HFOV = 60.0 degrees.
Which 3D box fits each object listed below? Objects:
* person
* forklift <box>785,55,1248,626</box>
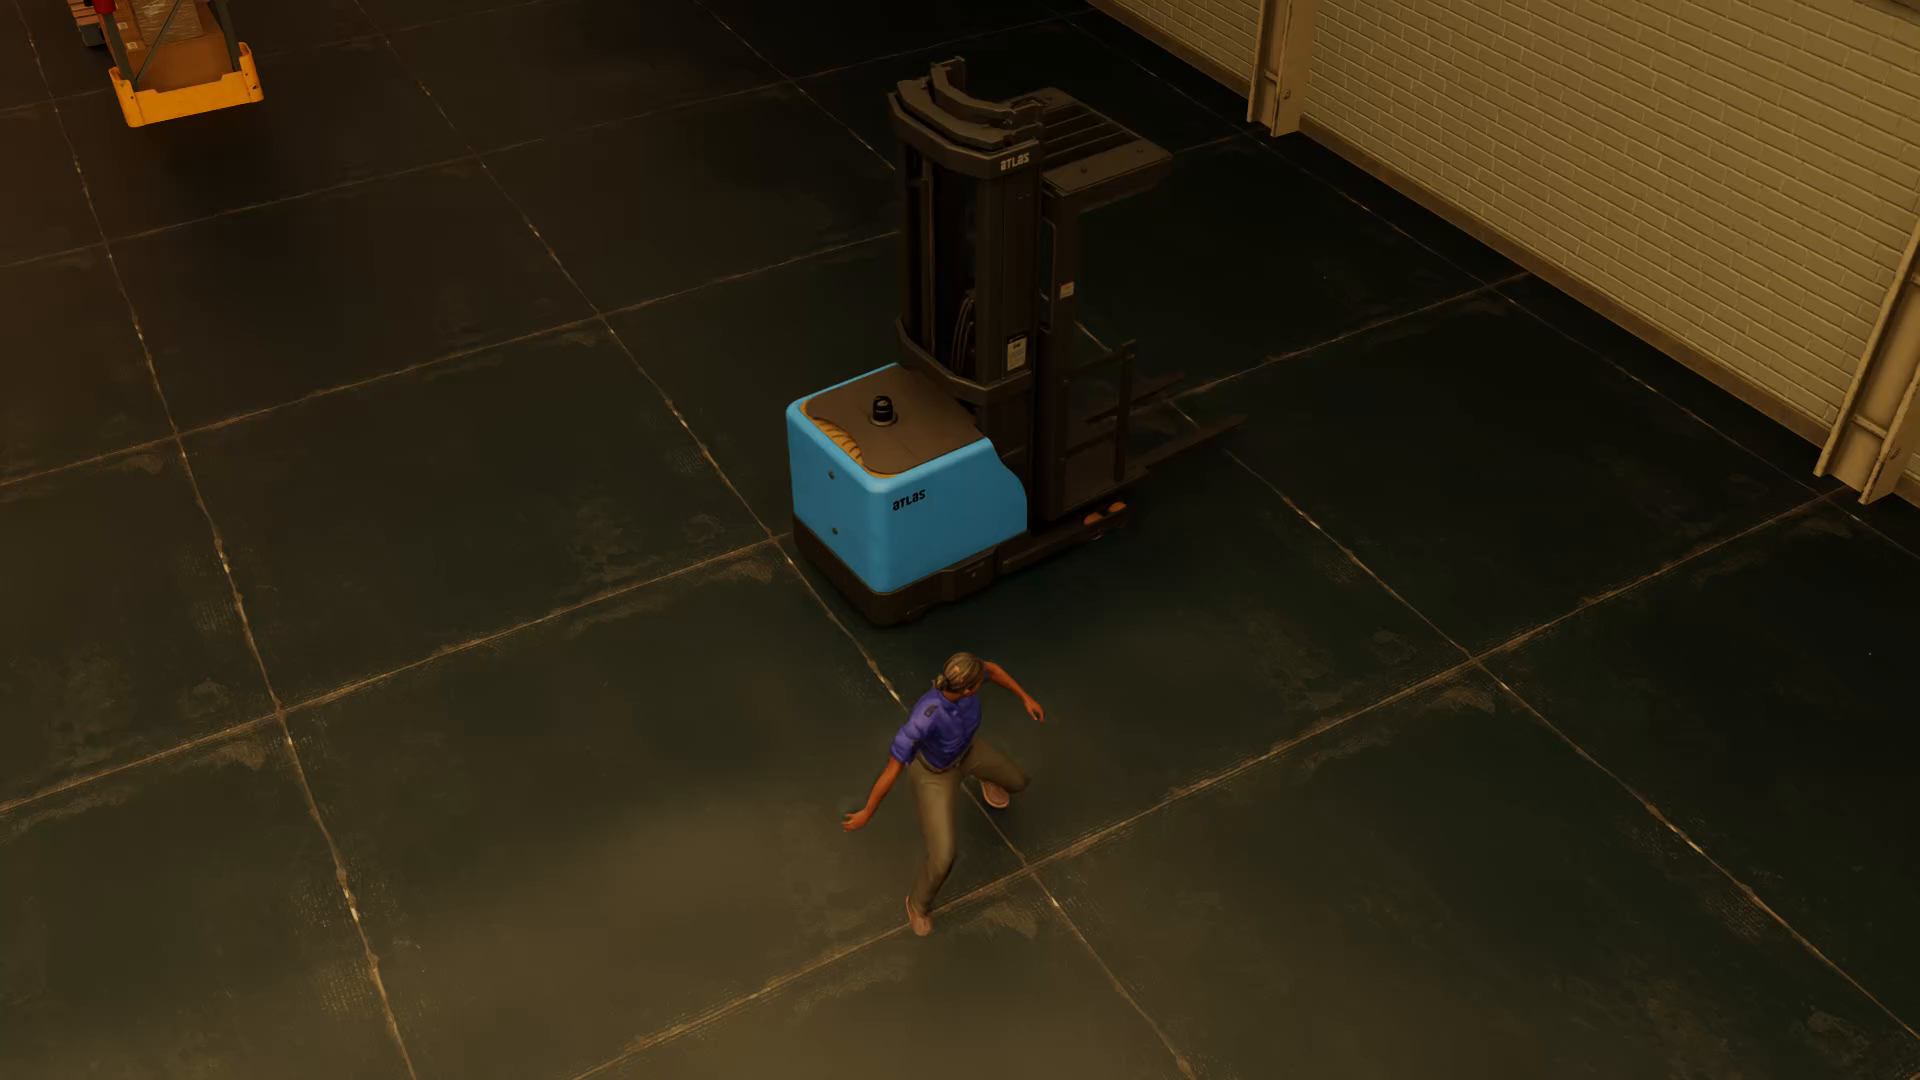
[{"bbox_3d":[-0.055,1.111,7.880,0.479,1.565,1.109,29,48,30],"label":"person"},{"bbox_3d":[0.473,-1.381,9.702,3.031,2.935,1.130,-24,45,-26],"label":"forklift"}]
